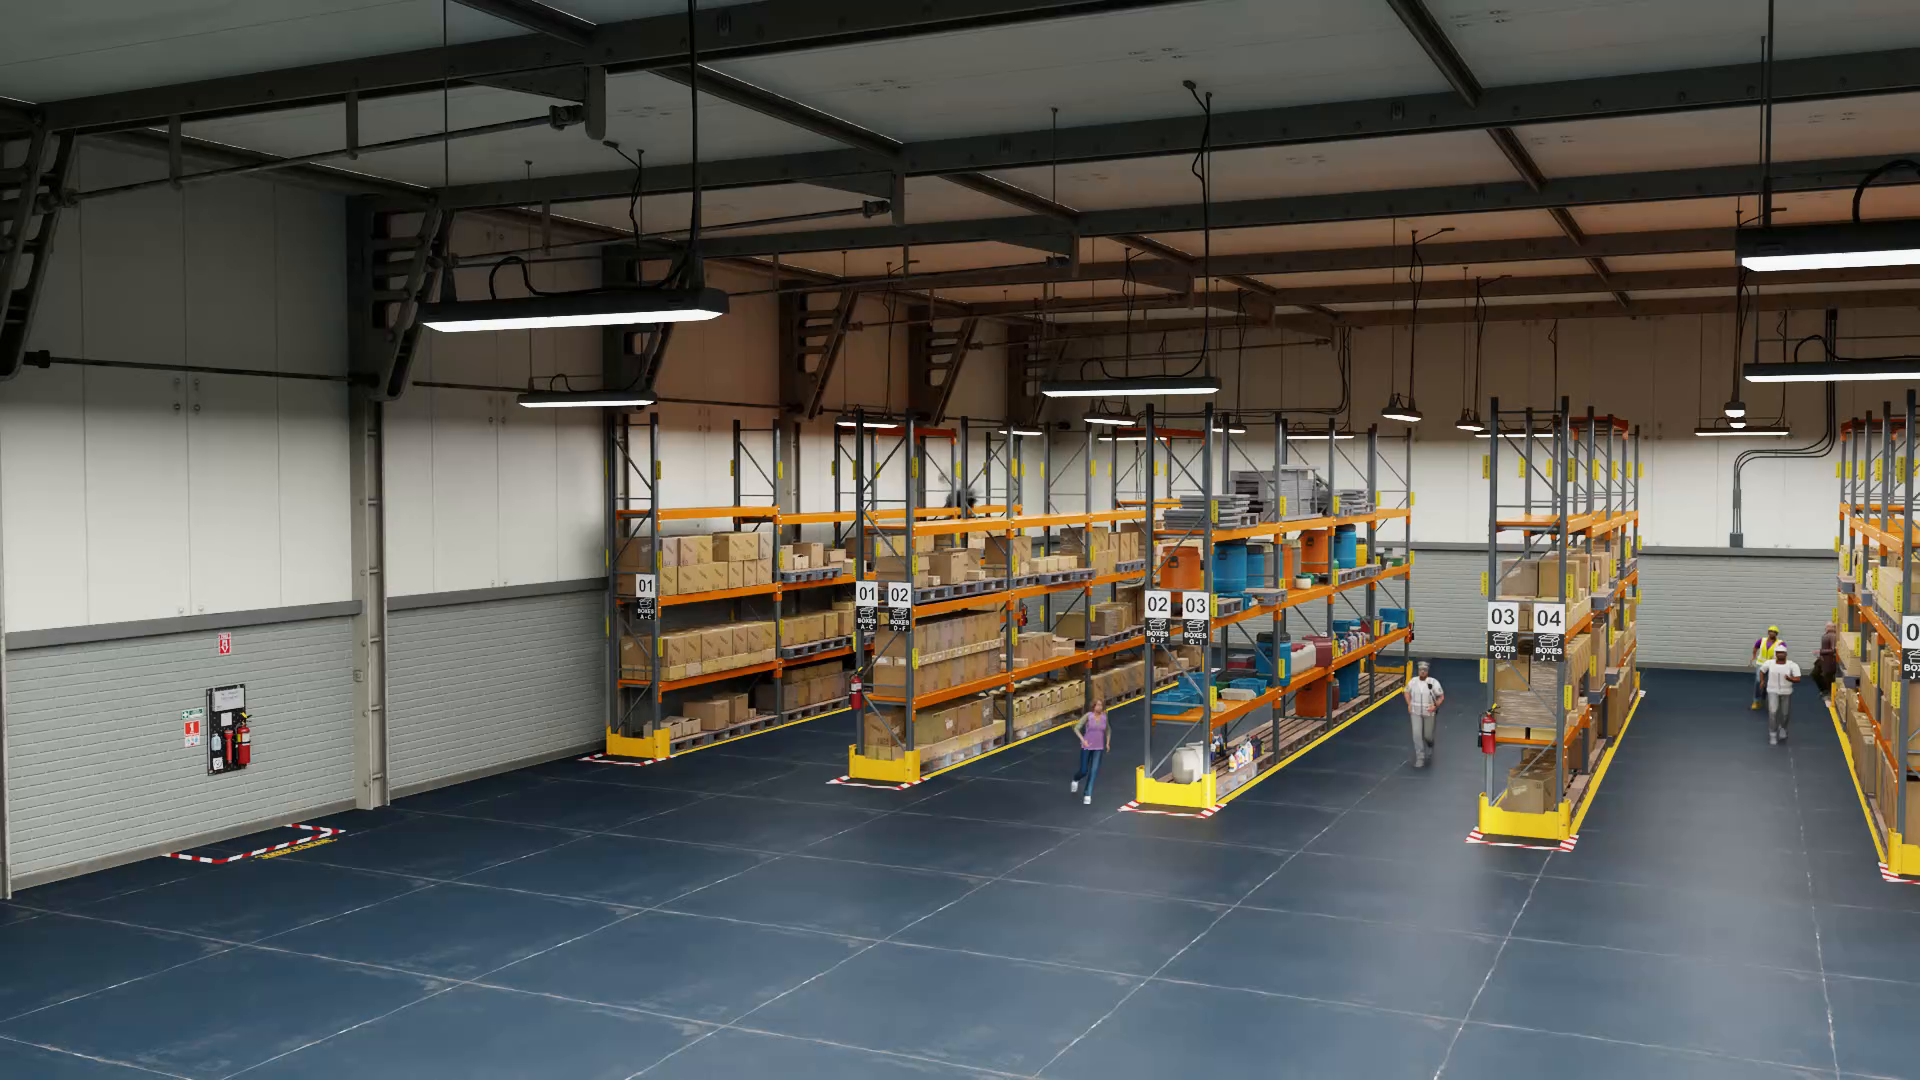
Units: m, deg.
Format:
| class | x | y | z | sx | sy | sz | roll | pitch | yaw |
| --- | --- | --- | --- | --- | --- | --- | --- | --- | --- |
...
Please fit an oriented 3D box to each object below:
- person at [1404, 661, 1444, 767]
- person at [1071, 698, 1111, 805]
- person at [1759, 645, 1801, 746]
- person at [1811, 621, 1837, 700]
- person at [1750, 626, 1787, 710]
| class | x | y | z | sx | sy | sz | roll | pitch | yaw |
| --- | --- | --- | --- | --- | --- | --- | --- | --- | --- |
| person | 7.887 | 2.935 | 28.295 | 0.676 | 1.765 | 0.810 | 1 | 3 | 22 |
| person | 2.024 | 3.166 | 25.156 | 0.600 | 1.548 | 0.780 | 0 | 2 | -11 |
| person | 15.008 | 2.821 | 30.445 | 0.679 | 1.802 | 0.876 | 1 | 3 | 25 |
| person | 18.789 | 2.622 | 35.988 | 0.681 | 1.766 | 0.684 | 0 | 2 | 3 |
| person | 16.884 | 2.660 | 34.743 | 0.713 | 1.751 | 0.751 | 1 | 3 | 32 |
